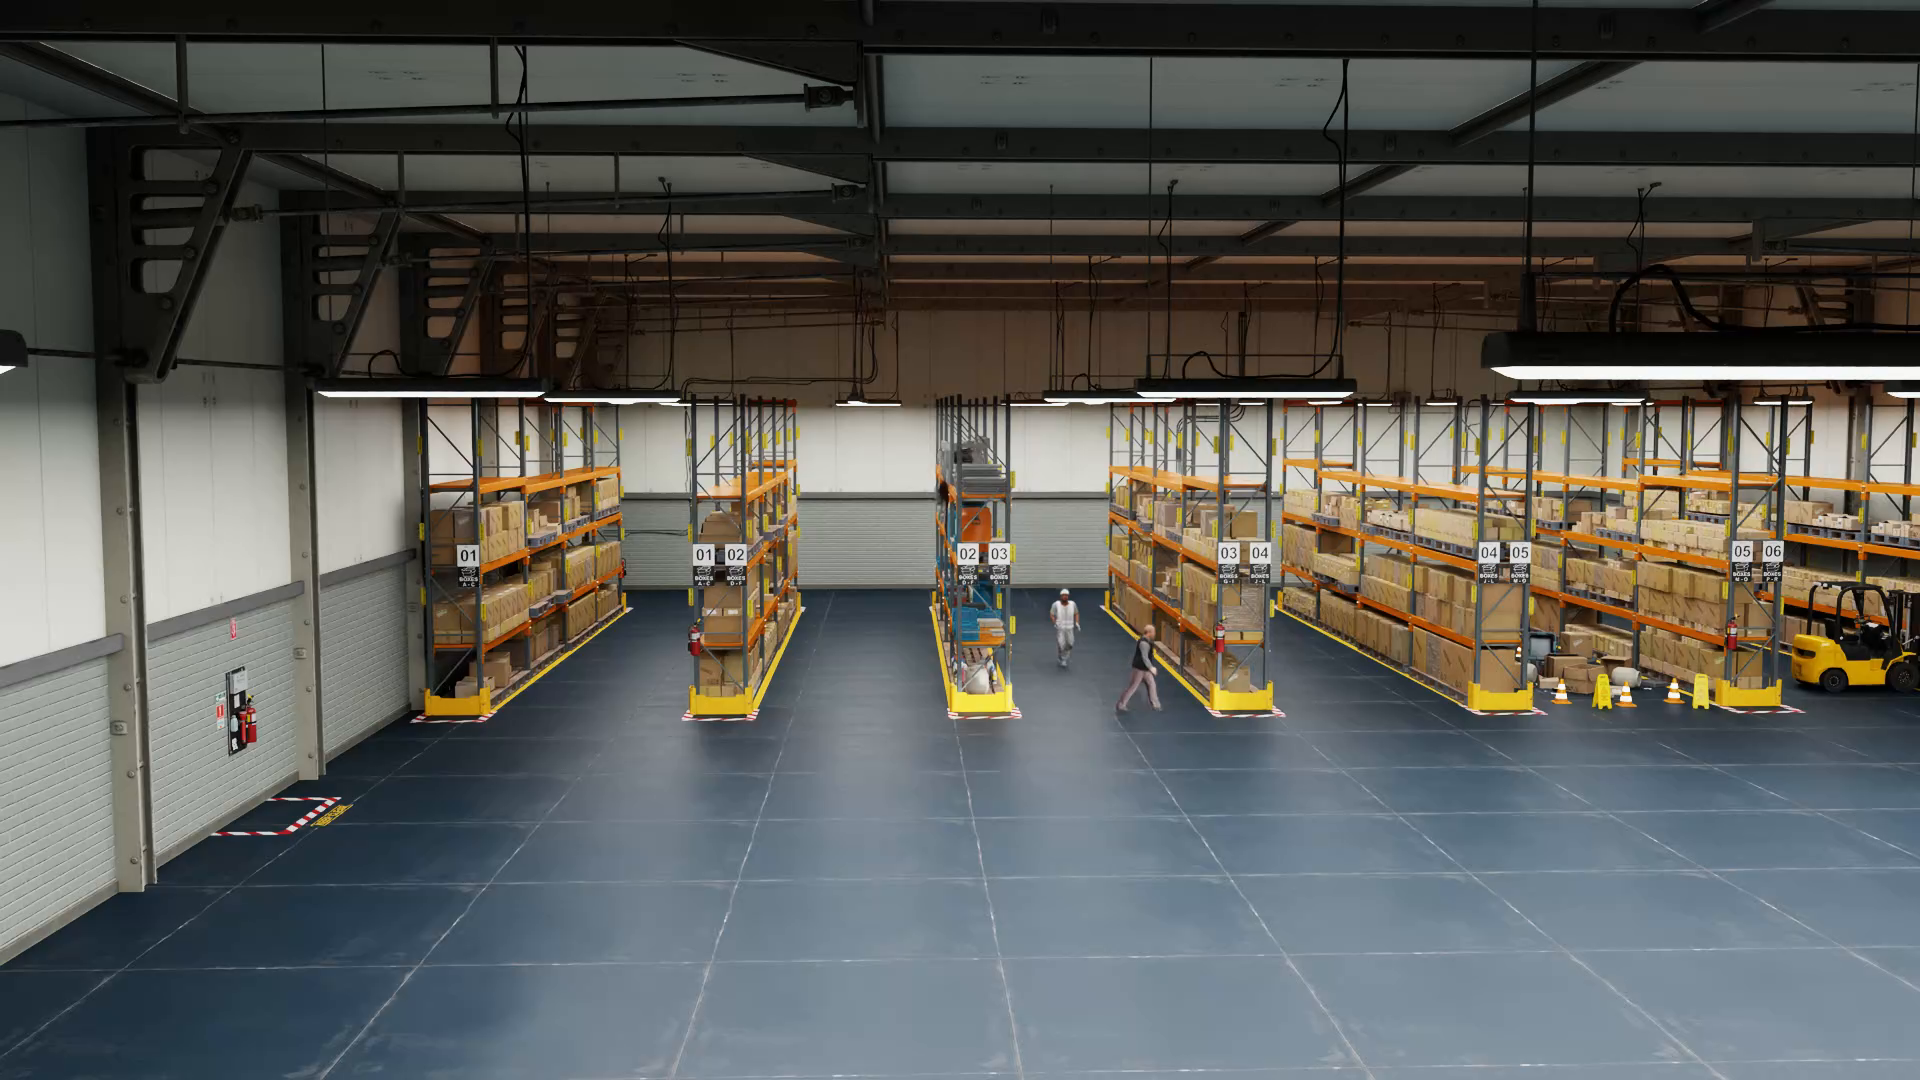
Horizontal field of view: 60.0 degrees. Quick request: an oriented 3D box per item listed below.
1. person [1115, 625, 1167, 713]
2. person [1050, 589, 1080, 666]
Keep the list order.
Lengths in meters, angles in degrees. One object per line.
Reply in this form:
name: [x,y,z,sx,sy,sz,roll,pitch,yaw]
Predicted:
person: [3.400,2.443,31.280,0.923,1.706,0.642,1,5,17]
person: [2.333,1.951,37.003,0.674,1.725,0.630,-1,5,-11]
